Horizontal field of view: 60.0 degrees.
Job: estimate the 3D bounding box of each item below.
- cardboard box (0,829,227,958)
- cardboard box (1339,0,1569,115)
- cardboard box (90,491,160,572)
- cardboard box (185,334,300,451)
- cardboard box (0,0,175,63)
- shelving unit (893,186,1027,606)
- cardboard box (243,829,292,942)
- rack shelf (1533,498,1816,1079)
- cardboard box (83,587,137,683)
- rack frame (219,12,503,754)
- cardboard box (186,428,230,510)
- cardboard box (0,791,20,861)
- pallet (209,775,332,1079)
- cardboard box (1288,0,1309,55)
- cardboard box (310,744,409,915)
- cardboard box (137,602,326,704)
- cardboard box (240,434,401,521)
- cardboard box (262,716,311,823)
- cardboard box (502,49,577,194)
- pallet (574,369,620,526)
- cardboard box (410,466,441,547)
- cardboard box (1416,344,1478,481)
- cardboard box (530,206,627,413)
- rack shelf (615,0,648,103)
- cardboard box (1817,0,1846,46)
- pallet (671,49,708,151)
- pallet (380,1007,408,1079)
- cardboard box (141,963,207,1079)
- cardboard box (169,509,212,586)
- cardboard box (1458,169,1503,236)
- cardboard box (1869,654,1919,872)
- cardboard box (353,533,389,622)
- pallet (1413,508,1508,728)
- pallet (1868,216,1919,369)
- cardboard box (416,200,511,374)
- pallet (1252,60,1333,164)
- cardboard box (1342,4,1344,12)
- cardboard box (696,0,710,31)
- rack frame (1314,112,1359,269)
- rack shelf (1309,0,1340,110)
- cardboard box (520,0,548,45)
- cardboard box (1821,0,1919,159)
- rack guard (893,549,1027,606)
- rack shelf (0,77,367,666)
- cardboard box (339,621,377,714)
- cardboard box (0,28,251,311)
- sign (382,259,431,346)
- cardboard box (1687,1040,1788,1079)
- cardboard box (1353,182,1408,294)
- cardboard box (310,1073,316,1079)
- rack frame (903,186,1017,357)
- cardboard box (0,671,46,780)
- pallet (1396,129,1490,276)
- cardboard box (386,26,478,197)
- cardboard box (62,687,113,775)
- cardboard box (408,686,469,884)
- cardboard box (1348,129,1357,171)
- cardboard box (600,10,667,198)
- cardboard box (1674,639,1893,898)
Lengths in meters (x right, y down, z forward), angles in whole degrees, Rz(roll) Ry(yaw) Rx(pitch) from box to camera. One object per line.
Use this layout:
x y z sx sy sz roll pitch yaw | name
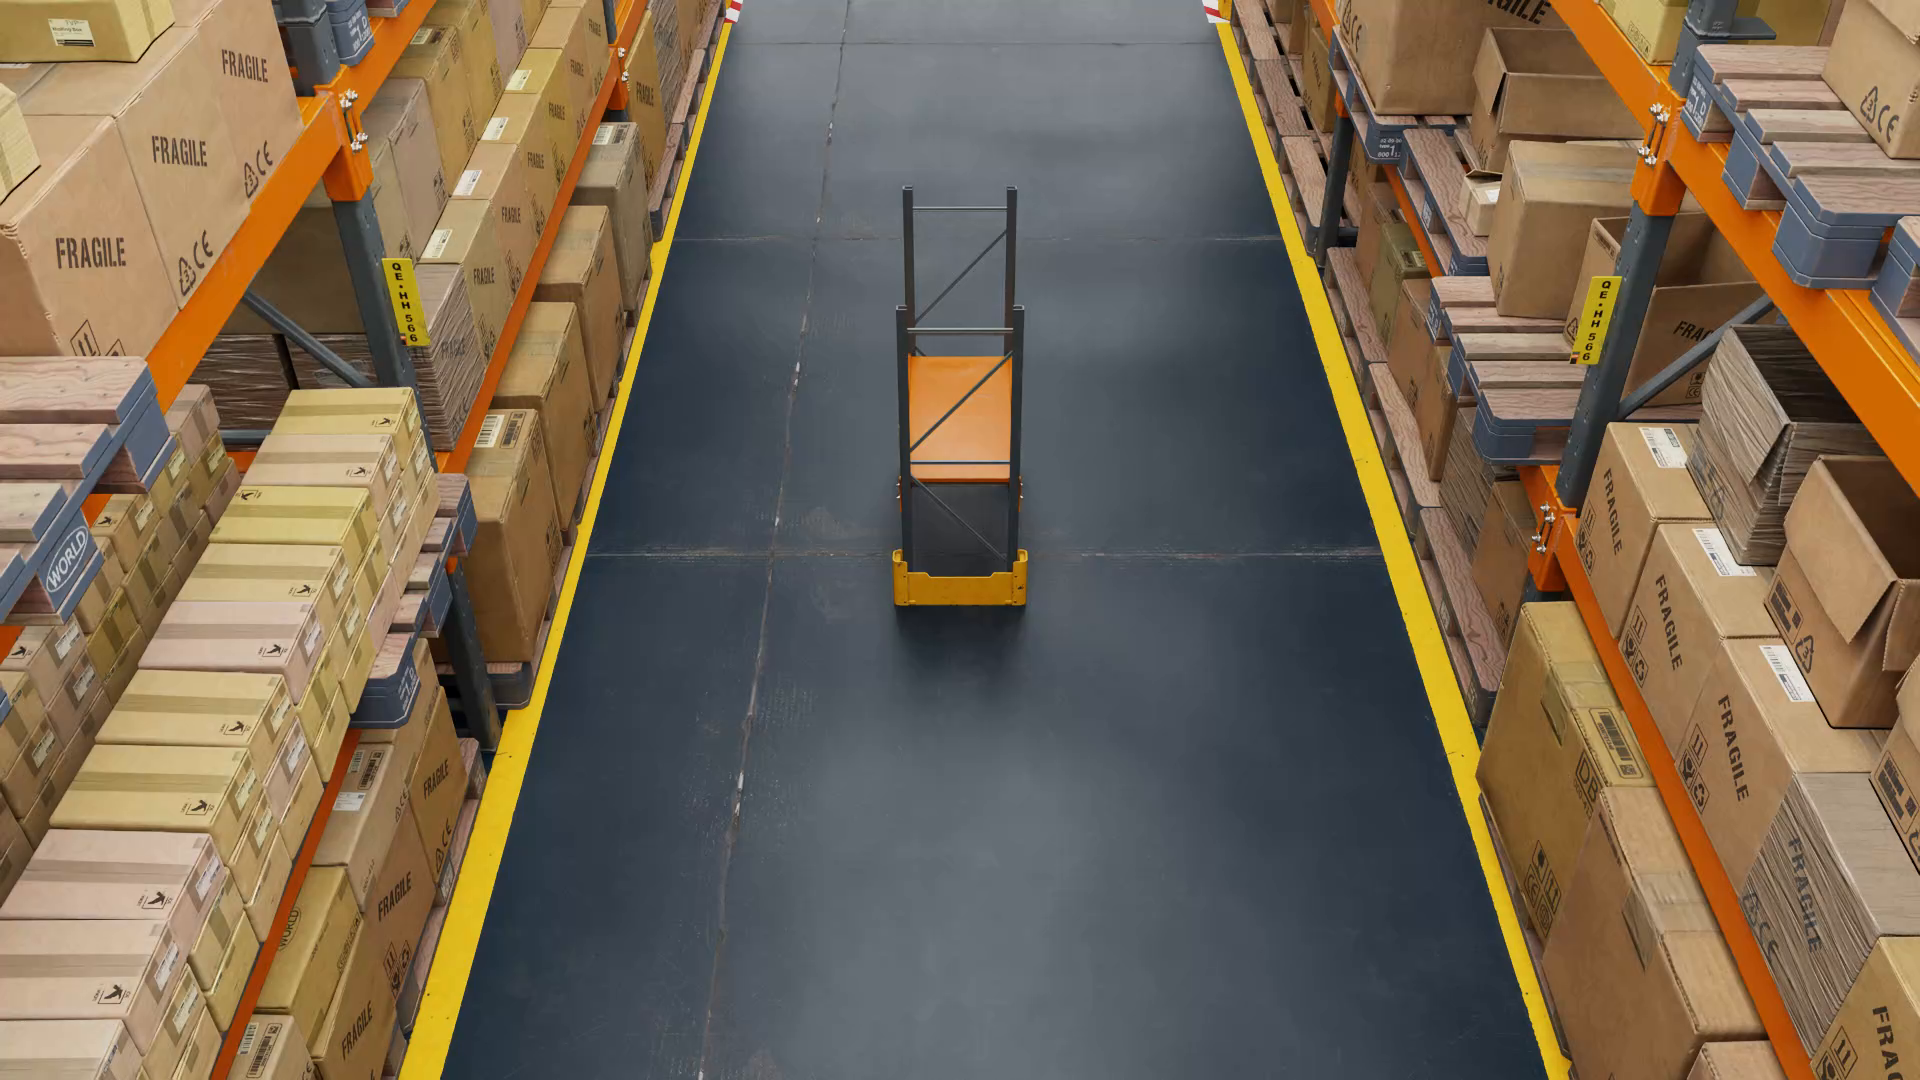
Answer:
-1.901 0.797 3.746 0.380 0.149 0.250 1 39 2 | cardboard box
2.453 -2.694 7.898 1.000 1.000 1.000 0 39 0 | cardboard box
-2.557 -0.039 4.789 0.380 0.149 0.250 0 39 0 | cardboard box
-2.632 -0.672 6.110 0.500 0.500 0.500 0 39 0 | cardboard box
-2.087 -1.286 3.865 0.396 0.266 0.258 0 39 0 | cardboard box
0.000 -0.633 7.340 0.587 1.500 1.083 0 39 0 | shelving unit
-1.903 0.863 4.139 0.380 0.149 0.250 -2 39 -2 | cardboard box
2.599 1.240 4.380 1.077 0.370 4.000 0 39 0 | rack shelf
-2.557 0.263 4.650 0.380 0.149 0.250 0 39 0 | cardboard box
-2.363 -0.351 5.790 1.000 3.000 0.127 0 39 0 | rack frame
-2.563 -0.231 5.267 0.380 0.149 0.250 2 39 2 | cardboard box
-2.556 0.743 4.051 0.380 0.149 0.250 1 39 2 | cardboard box
-2.320 0.961 4.305 1.003 0.211 1.213 0 39 0 | pallet
2.607 -3.719 11.655 0.500 0.500 0.500 10 40 12 | cardboard box
-2.089 0.911 5.278 0.500 0.250 0.500 0 39 1 | cardboard box
-1.907 0.295 4.372 0.380 0.149 0.250 0 39 0 | cardboard box
-1.906 -0.186 4.973 0.380 0.149 0.250 0 39 -1 | cardboard box
-1.904 0.582 4.252 0.380 0.149 0.250 1 39 1 | cardboard box
-2.099 -1.934 7.684 0.500 0.500 0.500 0 39 0 | cardboard box
-2.287 -0.517 8.227 1.003 0.211 1.213 0 39 0 | pallet
-1.903 -0.109 5.352 0.380 0.149 0.250 1 39 1 | cardboard box
2.555 -0.608 7.757 0.700 0.500 0.500 3 39 4 | cardboard box
-2.280 -1.147 8.246 1.050 0.750 0.750 0 39 0 | cardboard box
-2.370 -3.823 10.697 1.077 0.370 4.000 0 39 0 | rack shelf
2.851 -1.698 5.191 0.500 0.250 0.500 1 39 1 | cardboard box
-2.295 -3.005 11.331 1.003 0.211 1.213 0 39 0 | pallet
-2.365 1.987 5.102 1.003 0.211 1.213 0 39 0 | pallet
-1.905 1.067 3.647 0.380 0.149 0.250 1 39 2 | cardboard box
-2.564 0.031 5.178 0.380 0.149 0.250 2 39 2 | cardboard box
2.325 -1.446 6.927 0.396 0.266 0.258 -1 39 -1 | cardboard box
2.587 0.562 3.768 0.797 0.503 0.637 1 39 1 | cardboard box
-1.902 0.107 4.845 0.380 0.149 0.250 1 39 1 | cardboard box
2.598 0.308 7.197 1.003 0.211 1.213 0 39 0 | pallet
2.655 -0.287 3.461 1.003 0.211 1.213 2 39 2 | pallet
-2.097 -0.989 6.506 0.500 0.500 0.500 0 39 0 | cardboard box
2.552 -2.890 11.187 1.003 0.211 1.213 0 39 0 | pallet
2.298 -2.829 9.083 0.380 0.149 0.250 0 39 0 | cardboard box
-2.305 -4.265 12.036 0.875 0.875 0.875 0 39 0 | cardboard box
2.592 -2.793 8.837 1.000 3.000 0.127 0 39 0 | rack frame
2.590 -3.763 10.622 1.077 0.370 4.000 0 39 0 | rack shelf
-2.359 -2.650 7.778 0.700 0.500 0.500 -1 39 -1 | cardboard box
2.670 -1.285 4.138 0.797 0.503 0.637 2 39 3 | cardboard box
0.000 0.166 7.343 0.587 0.250 0.087 0 39 0 | rack guard
-2.361 0.010 3.516 1.077 0.370 4.000 0 39 0 | rack shelf
-1.907 0.363 4.763 0.380 0.149 0.250 -1 39 -1 | cardboard box
-2.095 -0.891 3.985 0.500 0.500 0.500 0 39 0 | cardboard box
-1.820 -0.778 5.460 0.100 0.325 0.005 0 39 0 | sign
2.579 1.916 4.324 1.225 0.875 0.875 -1 39 -2 | cardboard box
2.572 -1.605 9.002 0.700 0.500 0.500 -3 39 -4 | cardboard box
-2.110 1.841 4.717 0.500 0.500 0.500 1 39 1 | cardboard box
-0.001 -0.957 7.744 0.500 1.500 0.032 0 39 0 | rack frame
-2.553 0.462 4.164 0.380 0.149 0.250 1 39 1 | cardboard box
2.554 -1.455 7.320 1.003 0.211 1.213 0 39 0 | pallet
-2.358 -1.698 6.591 0.700 0.500 0.500 -1 39 -1 | cardboard box
-2.559 0.535 4.549 0.380 0.149 0.250 1 39 1 | cardboard box
-2.101 0.872 5.927 0.500 0.500 0.500 0 39 0 | cardboard box
2.624 -2.590 10.246 0.500 0.500 0.500 12 40 14 | cardboard box
-2.298 -2.581 9.935 0.875 0.875 0.875 1 39 1 | cardboard box
2.332 0.616 4.502 0.500 0.500 0.500 -1 39 -1 | cardboard box
